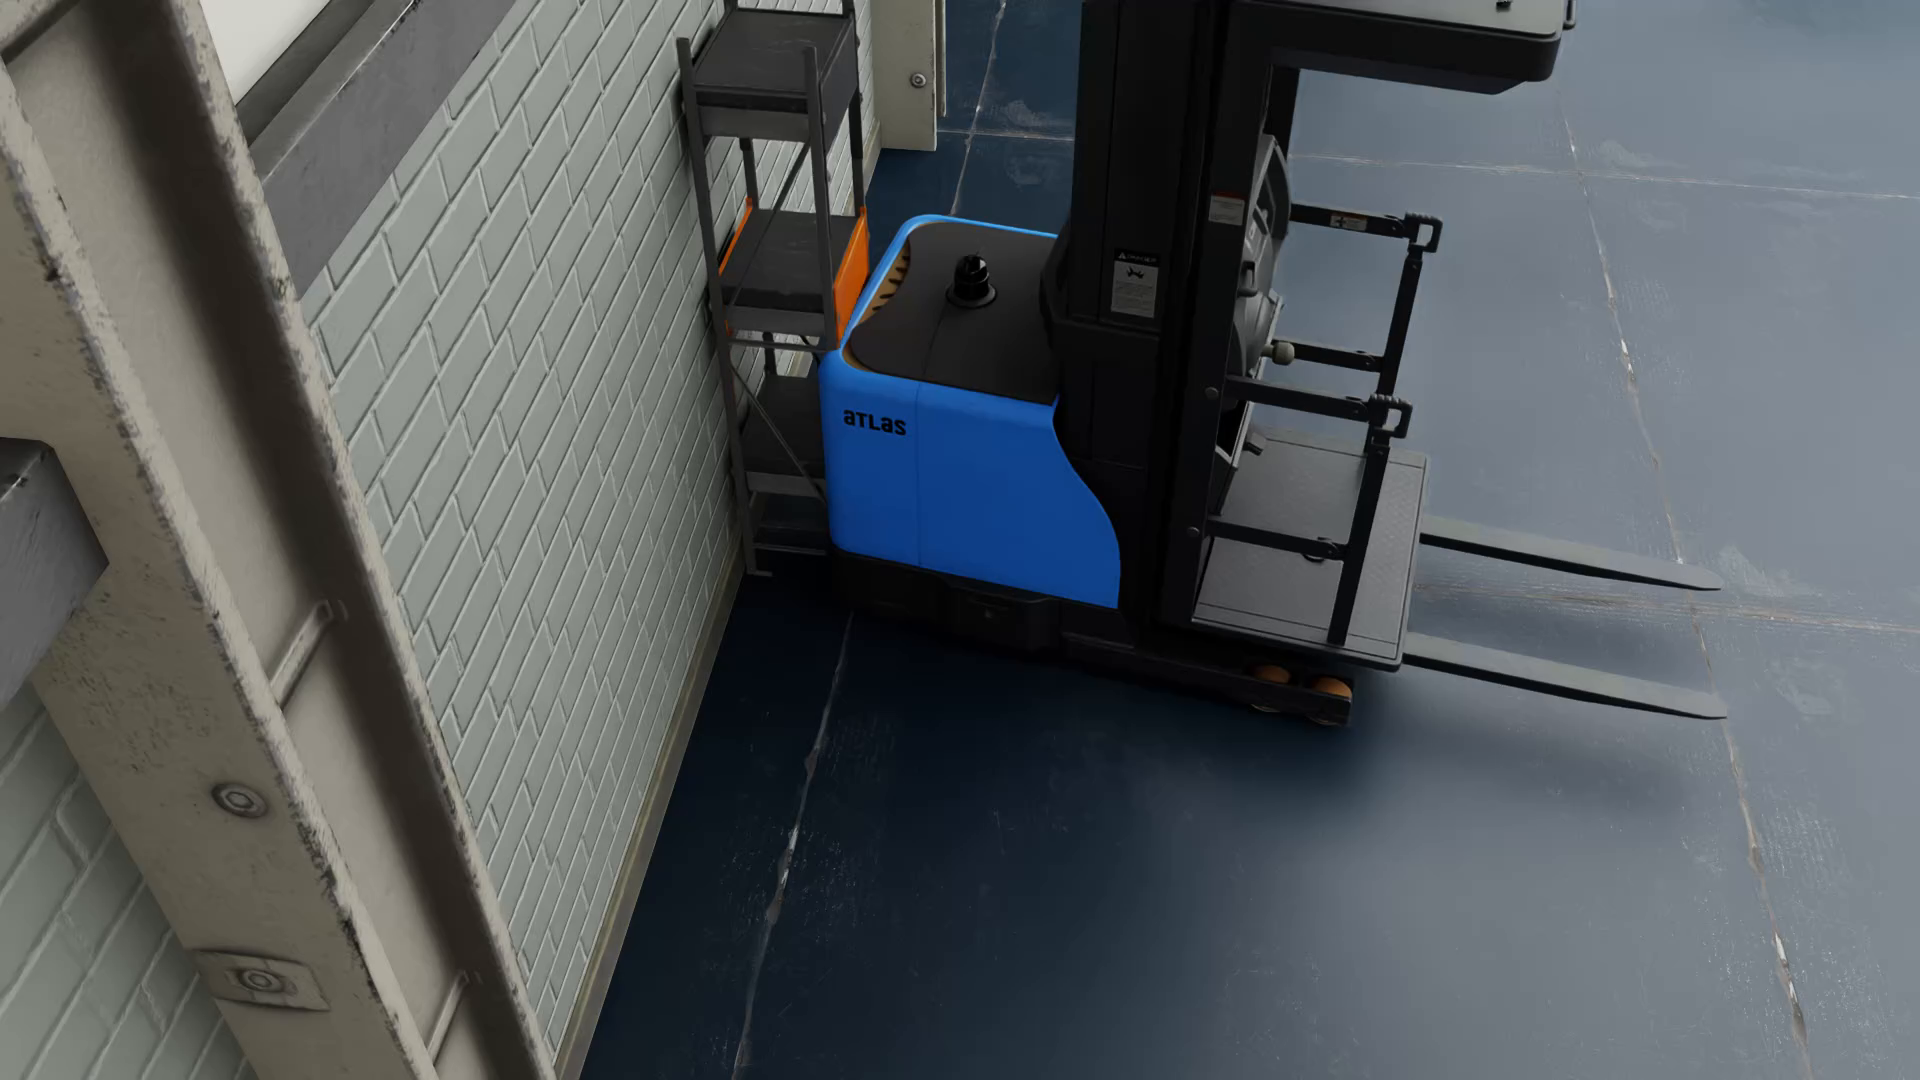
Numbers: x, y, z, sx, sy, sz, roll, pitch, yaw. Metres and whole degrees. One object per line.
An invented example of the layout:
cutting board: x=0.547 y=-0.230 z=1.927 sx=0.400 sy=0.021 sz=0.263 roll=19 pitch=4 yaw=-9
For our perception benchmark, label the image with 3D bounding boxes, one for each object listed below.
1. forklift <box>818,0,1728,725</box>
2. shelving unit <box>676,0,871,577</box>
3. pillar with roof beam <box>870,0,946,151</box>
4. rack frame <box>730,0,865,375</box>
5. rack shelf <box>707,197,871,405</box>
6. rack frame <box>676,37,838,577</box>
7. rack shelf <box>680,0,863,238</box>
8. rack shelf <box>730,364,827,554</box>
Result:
forklift: x=1.106 y=-0.853 z=5.019 sx=3.031 sy=2.935 sz=1.130 roll=12 pitch=45 yaw=12
shelving unit: x=-0.551 y=-0.788 z=5.544 sx=0.431 sy=2.100 sz=0.503 roll=6 pitch=44 yaw=7
pillar with roof beam: x=4.016 y=-4.966 z=4.950 sx=9.100 sy=9.000 sz=0.400 roll=5 pitch=44 yaw=6
rack frame: x=-0.512 y=-0.953 z=5.719 sx=0.400 sy=2.100 sz=0.015 roll=6 pitch=44 yaw=7
rack shelf: x=-0.551 y=-0.778 z=5.553 sx=0.431 sy=0.518 sz=0.480 roll=6 pitch=44 yaw=7
rack frame: x=-0.591 y=-0.624 z=5.368 sx=0.400 sy=2.100 sz=0.015 roll=6 pitch=44 yaw=7
rack shelf: x=-0.557 y=-1.289 z=5.075 sx=0.431 sy=0.518 sz=0.480 roll=6 pitch=44 yaw=7
rack shelf: x=-0.545 y=-0.268 z=6.032 sx=0.431 sy=0.518 sz=0.480 roll=6 pitch=44 yaw=7
